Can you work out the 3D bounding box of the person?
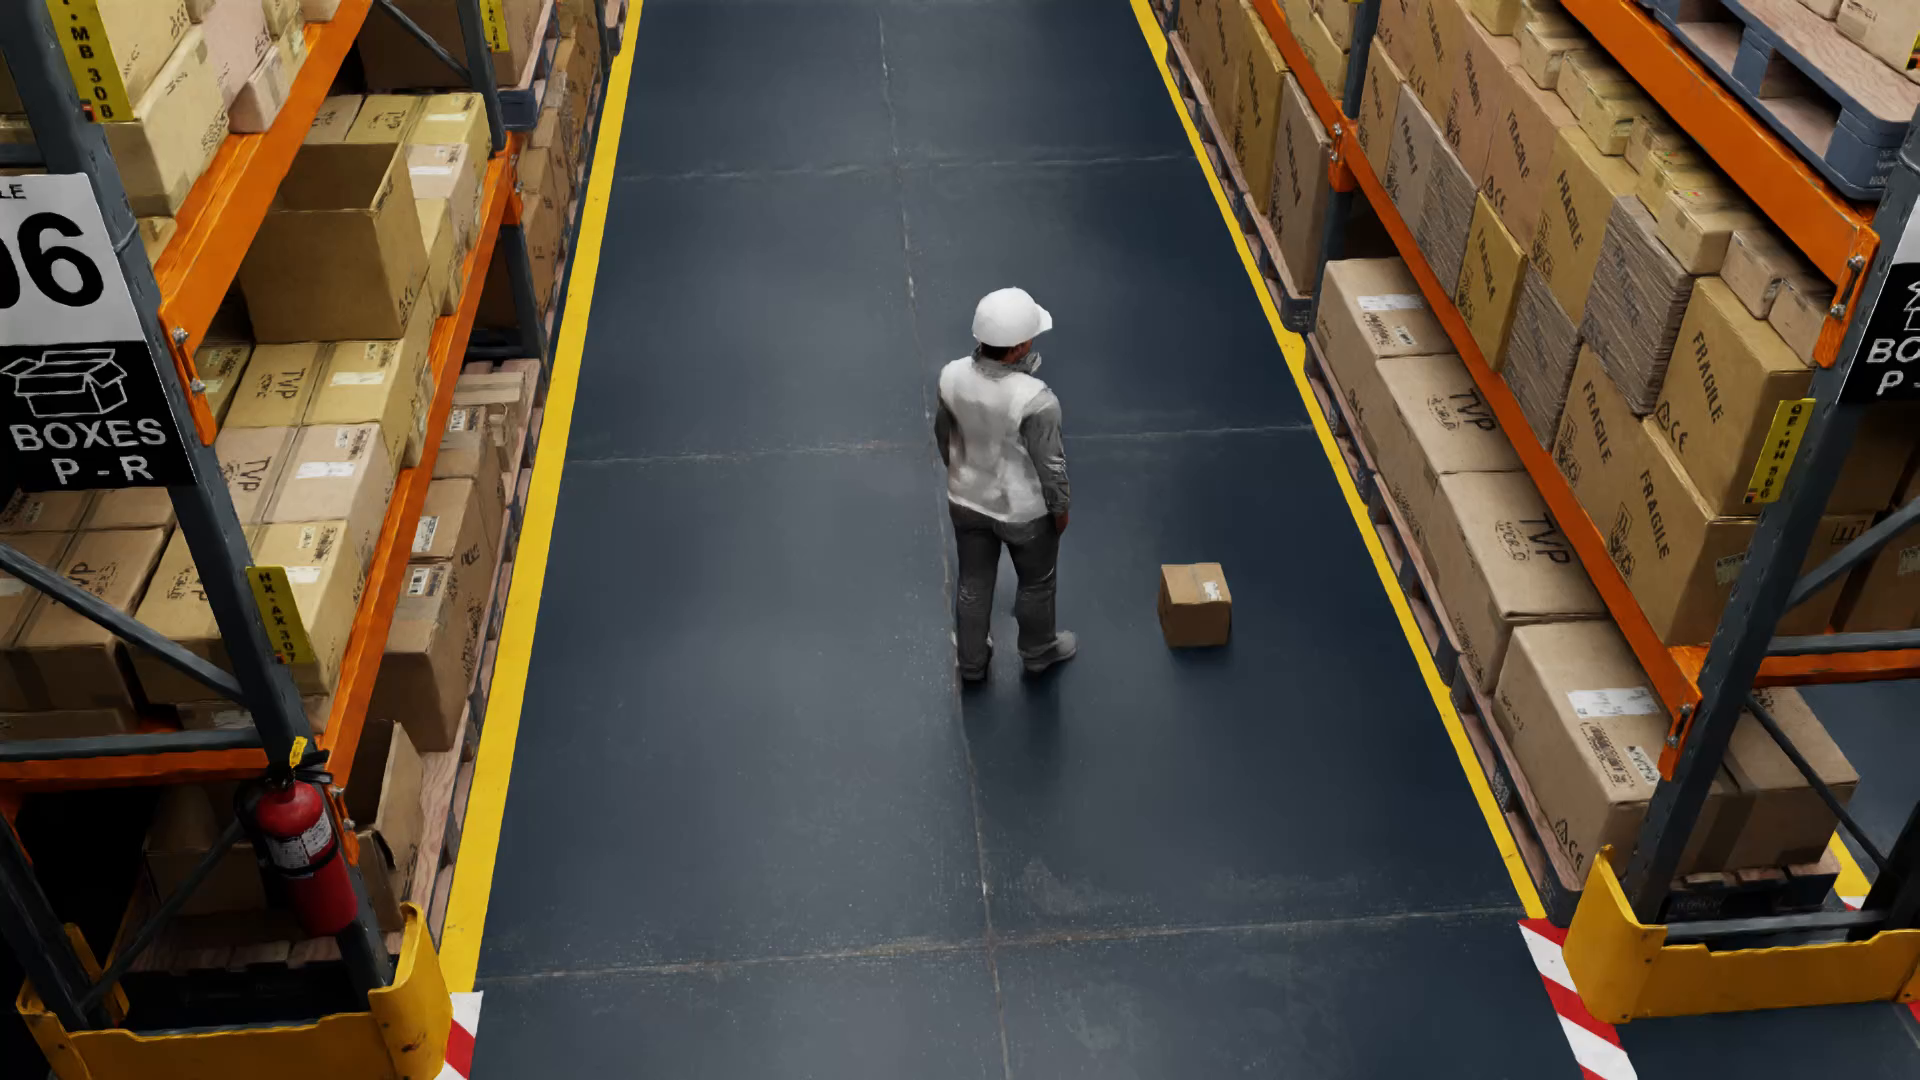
[{"bbox_3d":[0.196,-0.205,6.371,0.566,1.792,0.498,20,43,23],"label":"person"}]
